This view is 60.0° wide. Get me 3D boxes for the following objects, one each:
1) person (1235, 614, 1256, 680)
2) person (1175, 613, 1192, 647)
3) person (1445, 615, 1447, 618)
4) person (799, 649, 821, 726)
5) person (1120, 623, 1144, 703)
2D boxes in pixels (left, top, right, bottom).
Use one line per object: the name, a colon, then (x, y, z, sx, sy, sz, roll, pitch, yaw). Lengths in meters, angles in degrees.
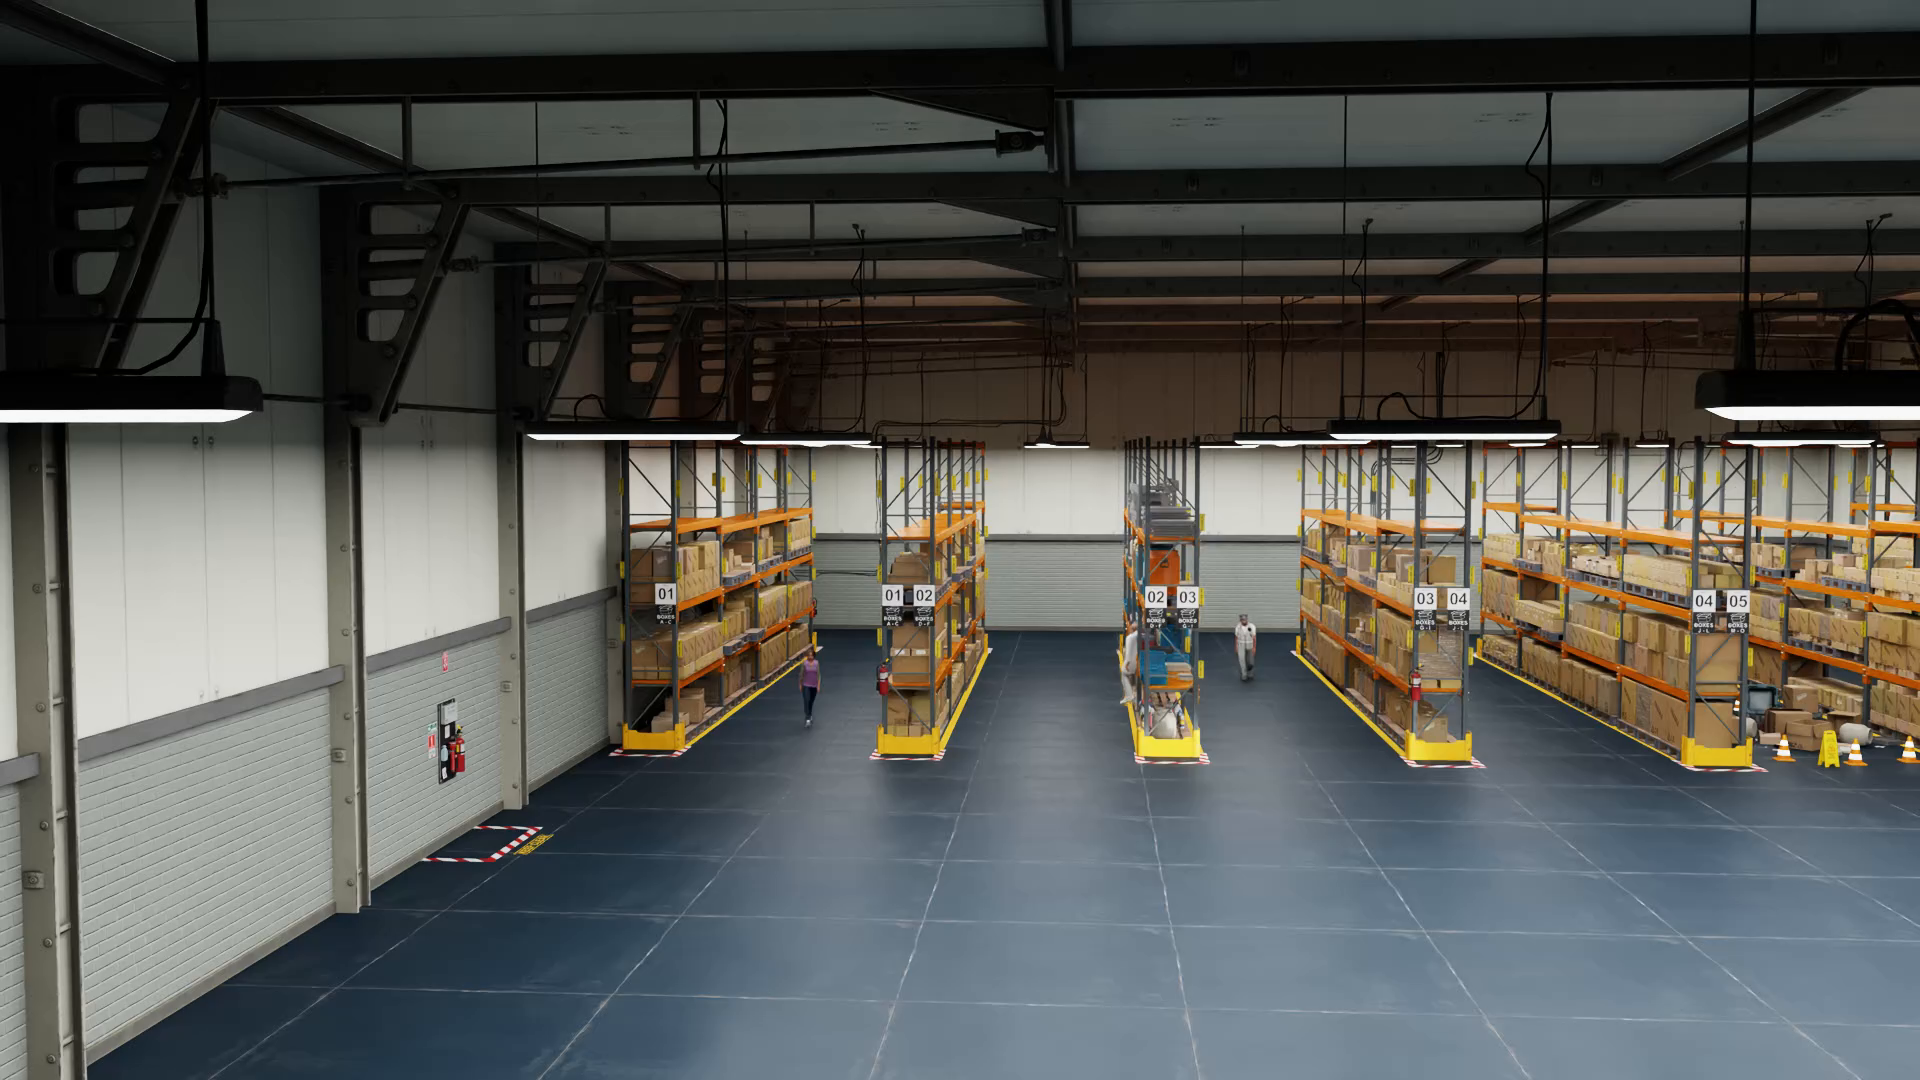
person: (7.173, 2.669, 41.748, 0.527, 1.633, 1.025, 1, 3, 10)
person: (6.612, 2.253, 48.728, 0.620, 1.720, 1.084, 0, 3, 1)
person: (13.315, 2.451, 44.725, 0.623, 1.825, 0.592, 1, 3, 18)
person: (-3.139, 3.061, 34.825, 0.439, 1.545, 0.920, -1, 3, -24)
person: (3.857, 2.713, 36.503, 0.615, 1.793, 0.590, -2, 3, -29)
